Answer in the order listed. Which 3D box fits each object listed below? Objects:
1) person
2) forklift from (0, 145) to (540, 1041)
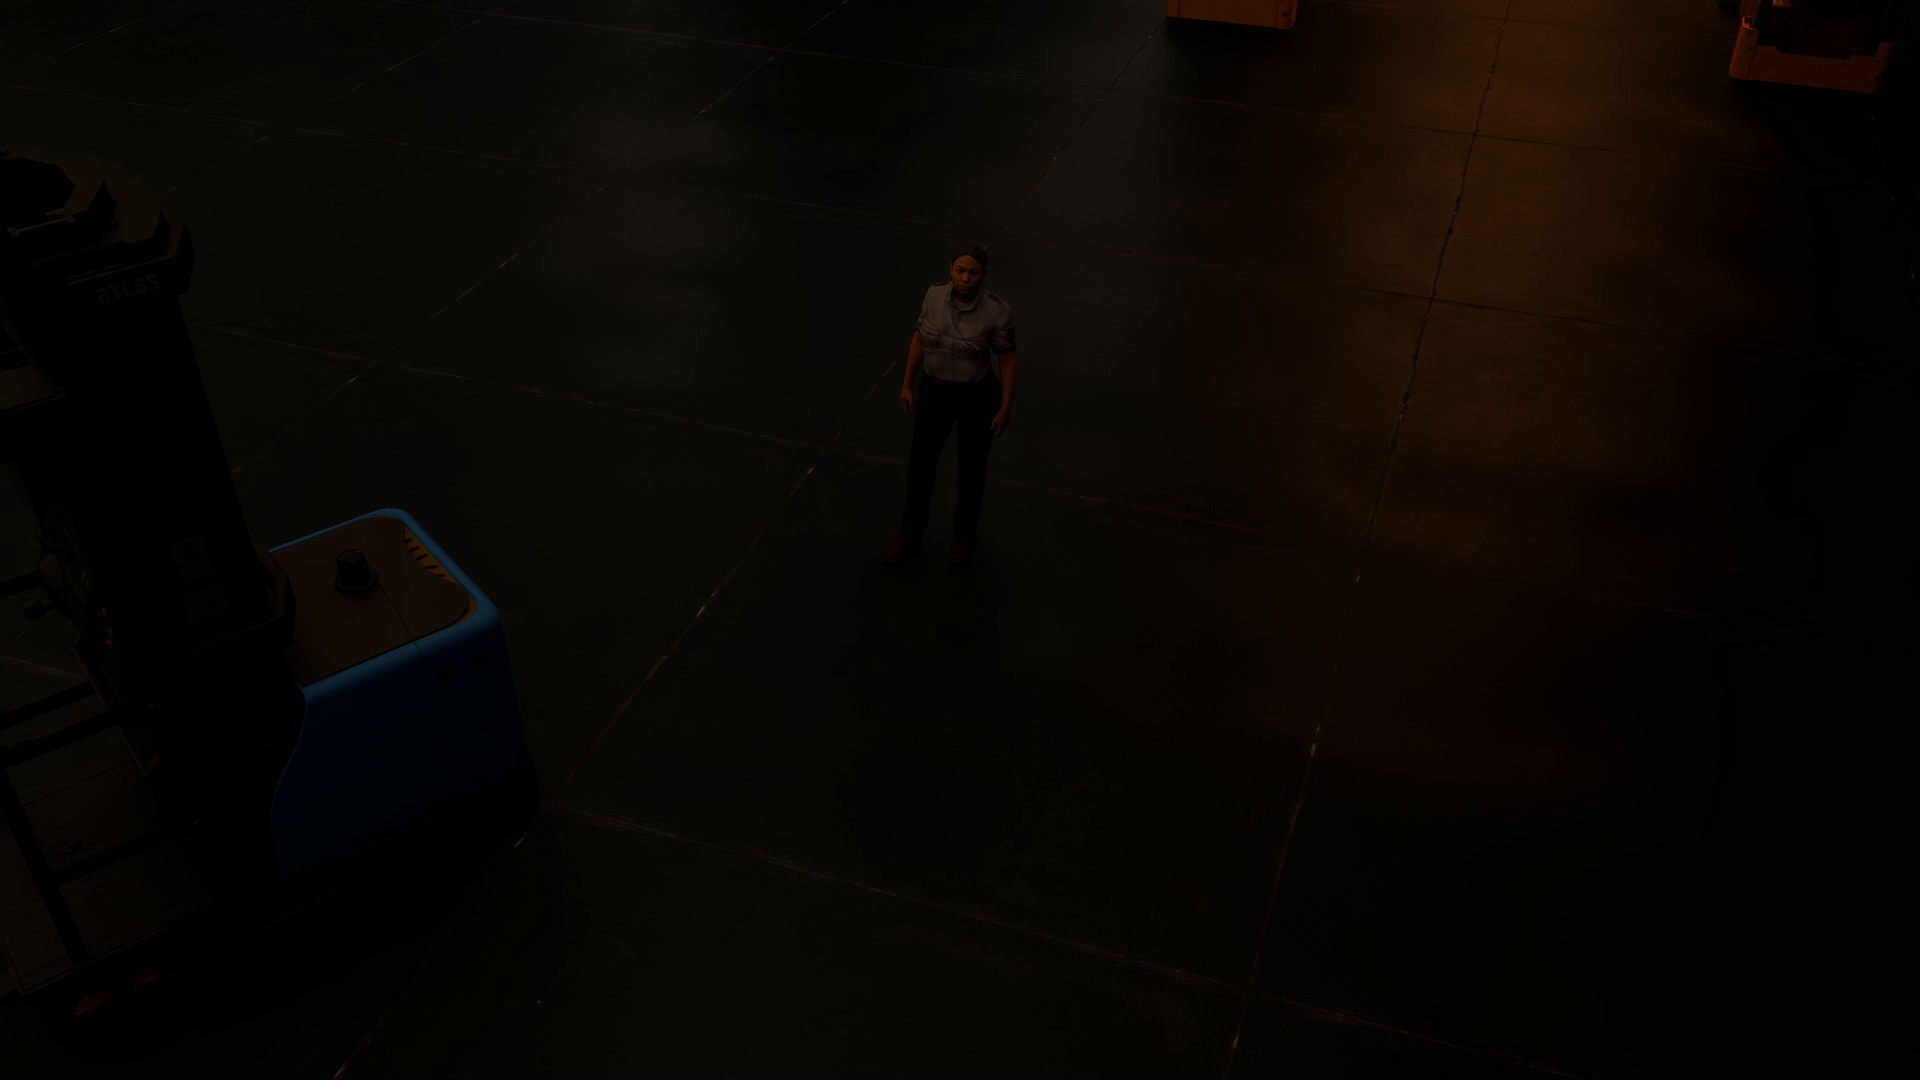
[{"bbox_3d":[-0.051,-0.634,8.102,0.599,1.650,0.503,12,37,16],"label":"person"},{"bbox_3d":[-3.232,0.271,5.729,3.031,2.935,1.130,-25,42,-31],"label":"forklift"}]
